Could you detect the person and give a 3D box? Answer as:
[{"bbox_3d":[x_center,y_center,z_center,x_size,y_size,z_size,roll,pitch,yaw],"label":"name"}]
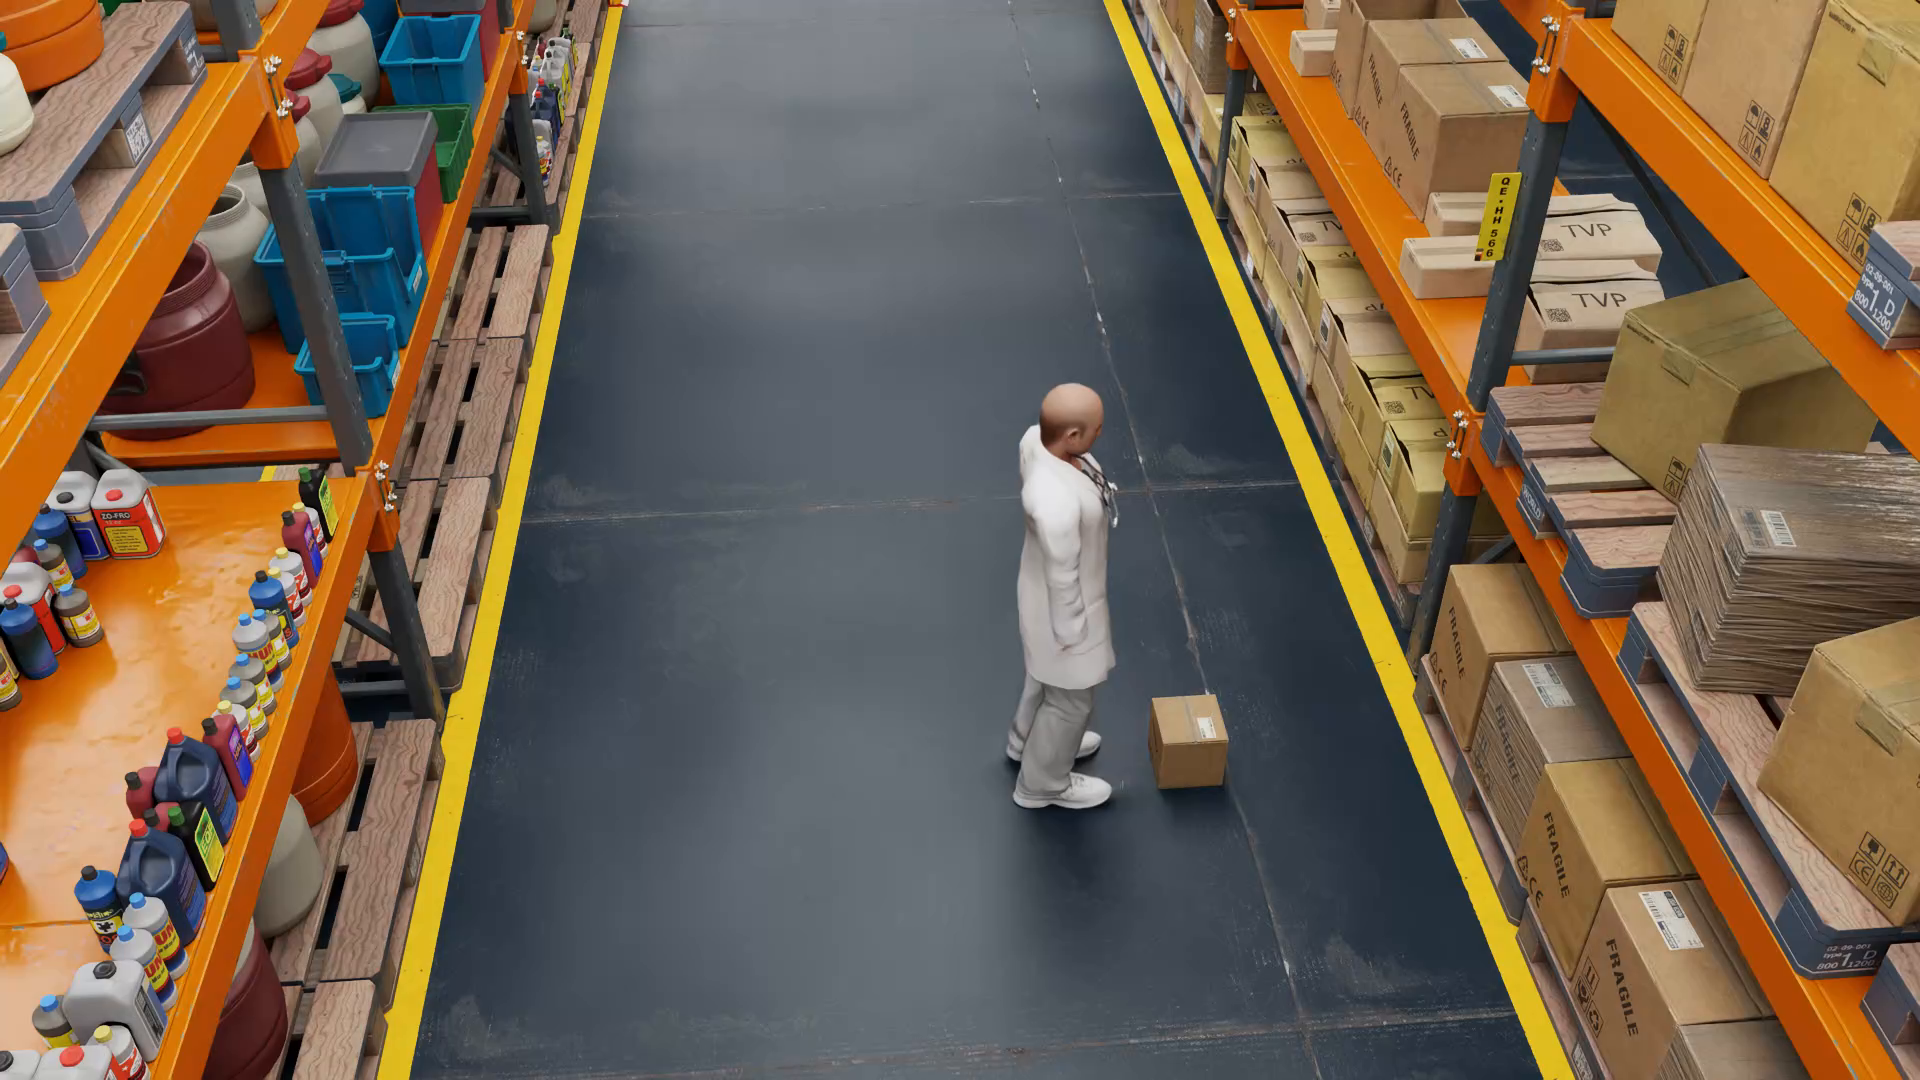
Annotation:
[{"bbox_3d":[0.378,0.201,5.922,0.380,1.773,0.562,-2,39,-3],"label":"person"}]
